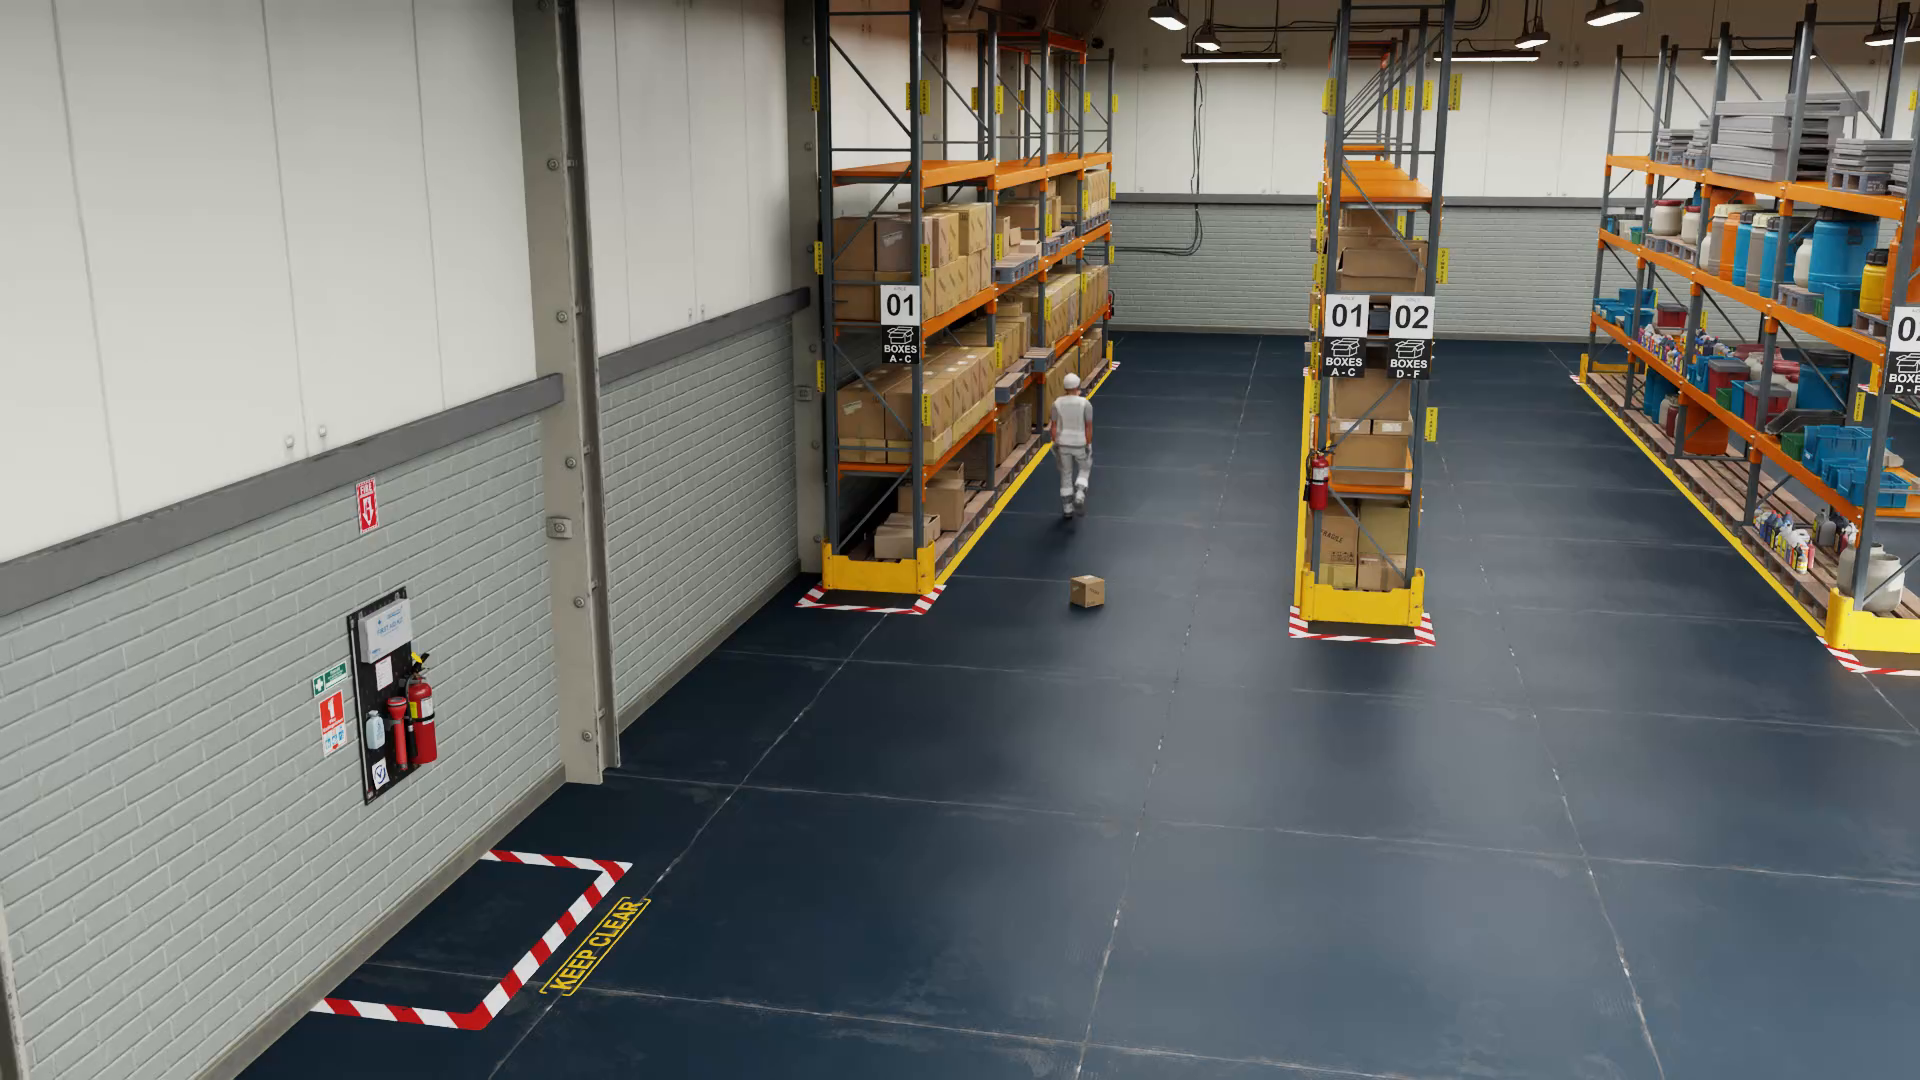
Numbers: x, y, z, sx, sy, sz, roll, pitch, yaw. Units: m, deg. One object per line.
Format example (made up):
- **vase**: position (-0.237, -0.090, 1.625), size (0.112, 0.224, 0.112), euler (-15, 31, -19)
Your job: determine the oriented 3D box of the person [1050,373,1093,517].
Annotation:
- **person**: position (1.369, -1.167, 20.369), size (0.525, 1.781, 0.474), euler (3, 15, 10)
